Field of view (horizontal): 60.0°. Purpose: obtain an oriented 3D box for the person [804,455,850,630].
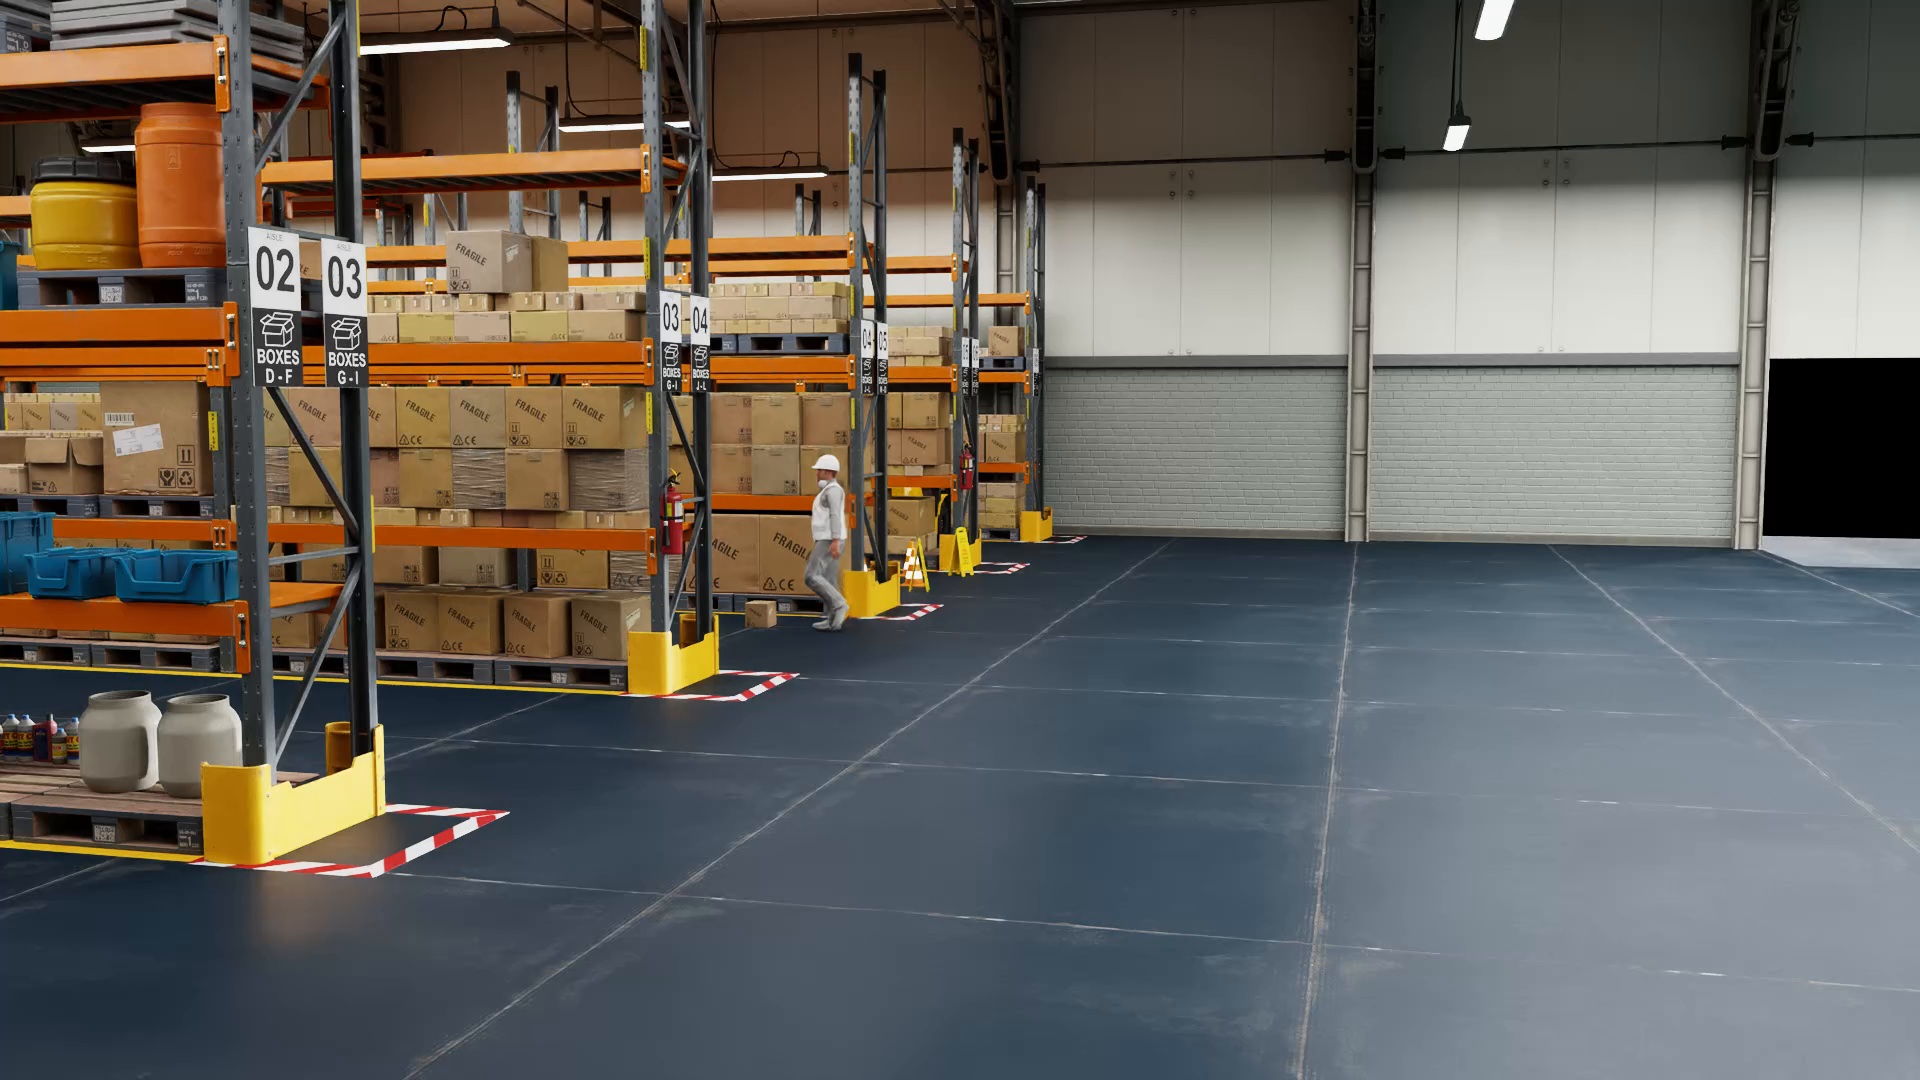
[{"bbox_3d":[-1.341,0.018,16.906,0.462,1.767,0.596,0,5,-1],"label":"person"}]
